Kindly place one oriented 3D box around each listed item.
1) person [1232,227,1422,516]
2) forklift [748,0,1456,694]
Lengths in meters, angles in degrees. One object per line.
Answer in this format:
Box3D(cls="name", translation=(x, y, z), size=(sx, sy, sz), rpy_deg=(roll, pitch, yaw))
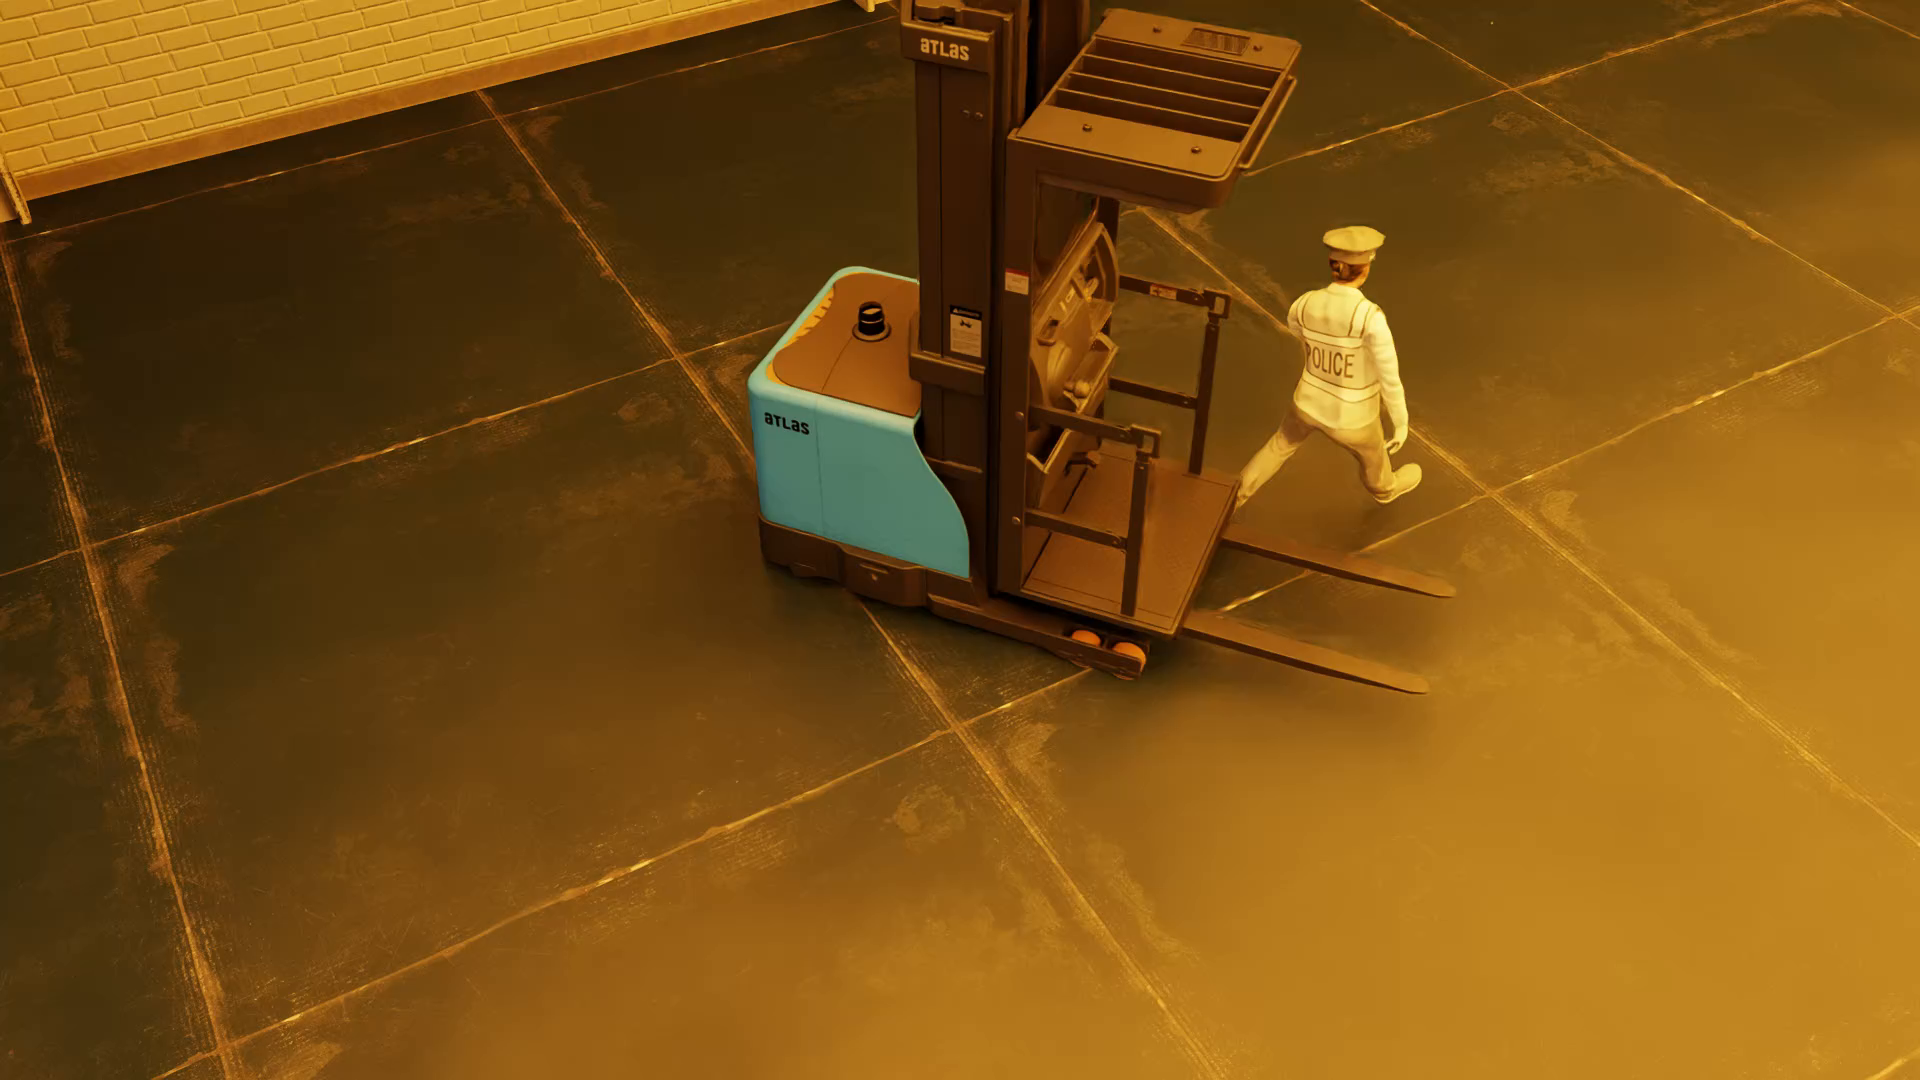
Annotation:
Box3D(cls="person", translation=(1.727, -0.735, 7.379), size=(0.822, 1.549, 0.892), rpy_deg=(34, 53, 31))
Box3D(cls="forklift", translation=(0.650, -0.882, 6.649), size=(3.031, 2.935, 1.130), rpy_deg=(16, 45, 16))
